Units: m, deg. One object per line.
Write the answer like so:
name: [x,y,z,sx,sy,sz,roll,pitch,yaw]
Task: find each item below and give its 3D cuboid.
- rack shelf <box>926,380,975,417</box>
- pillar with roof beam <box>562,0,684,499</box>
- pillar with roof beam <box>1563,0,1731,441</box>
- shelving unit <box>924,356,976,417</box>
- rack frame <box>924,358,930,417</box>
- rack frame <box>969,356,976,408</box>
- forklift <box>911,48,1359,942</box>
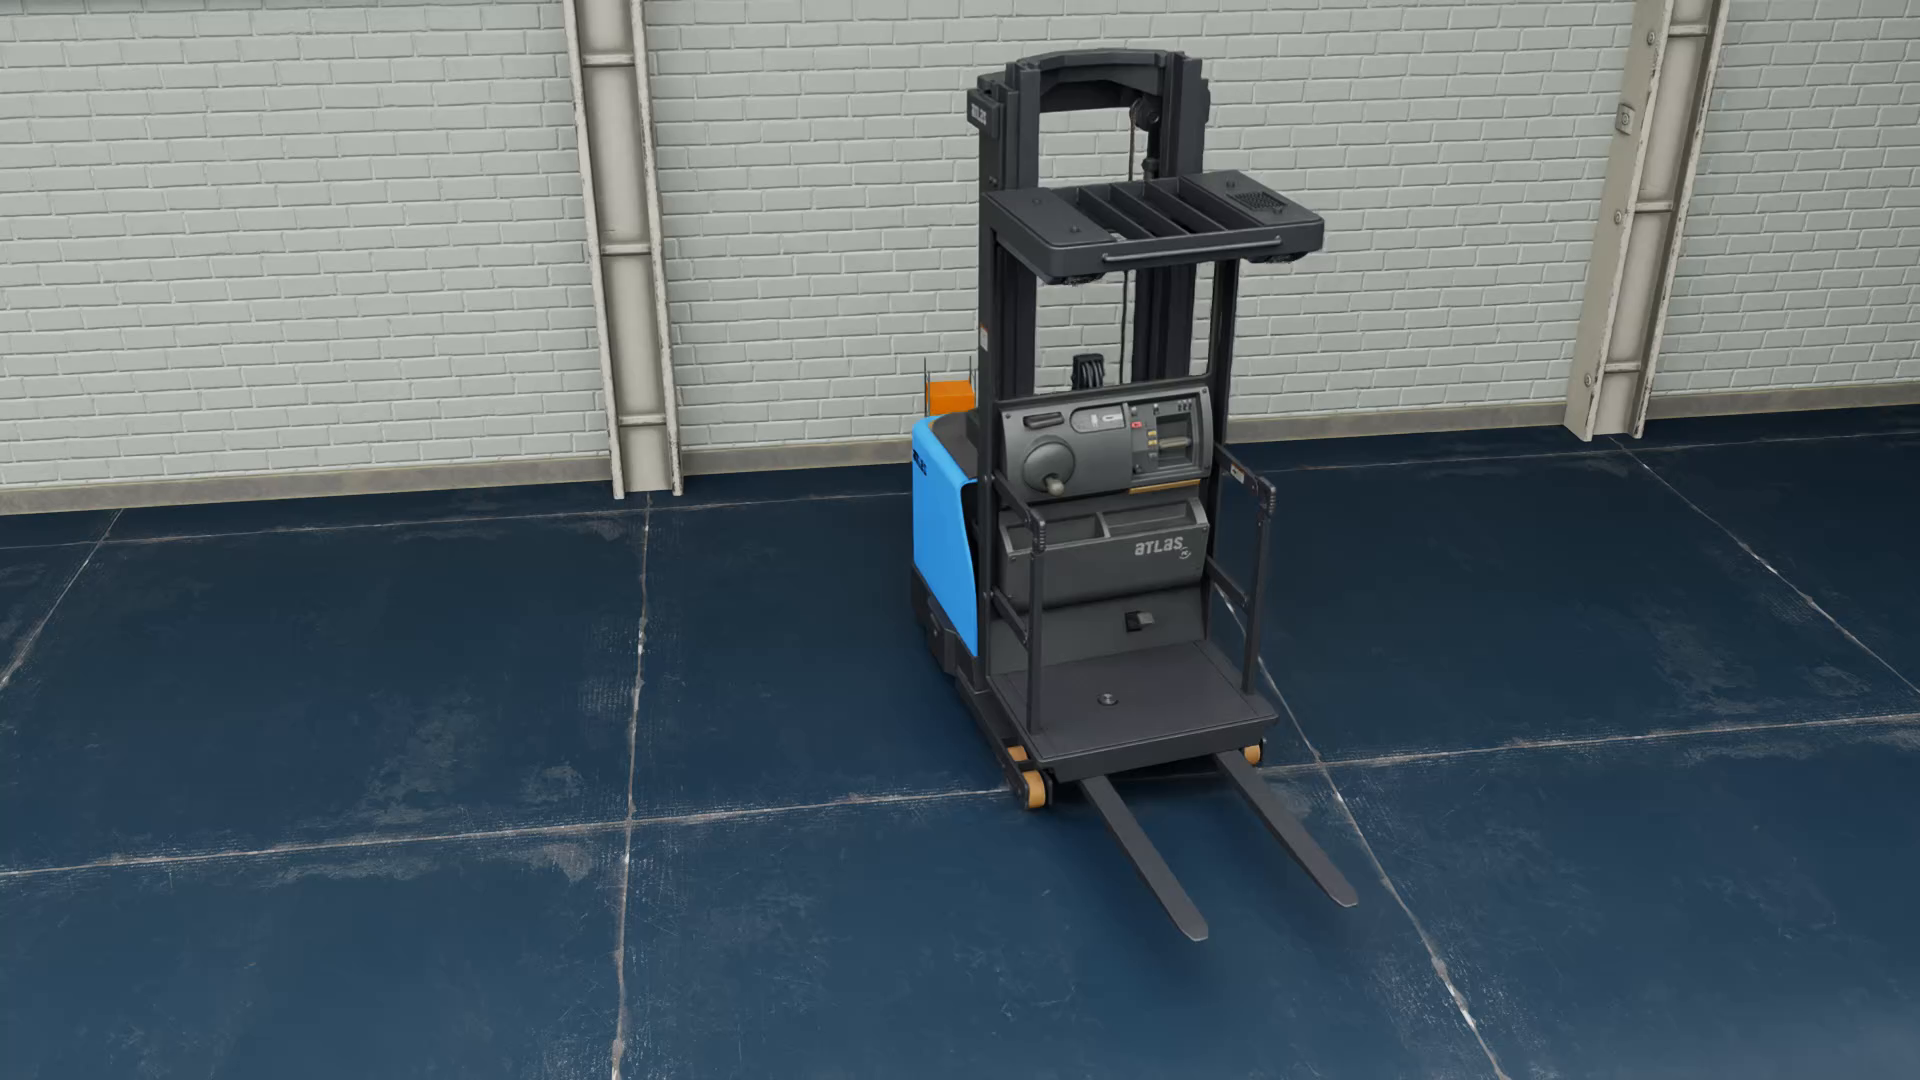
rack shelf: [-0.053,-0.707,8.879,0.240,0.259,0.215,-4,27,-7]
pillar with roof beam: [-1.245,-2.379,4.029,0.400,9.000,9.100,-4,27,-7]
pillar with roof beam: [4.696,-2.760,4.773,0.400,9.000,9.100,-4,27,-7]
shelving unit: [-0.053,-0.464,9.004,0.252,1.050,0.215,-4,27,-7]
rack frame: [-0.174,-0.456,8.989,0.008,1.050,0.200,-4,27,-7]
rack frame: [0.068,-0.471,9.019,0.008,1.050,0.200,-4,27,-7]
forklift: [0.690,-0.372,6.764,1.130,2.935,3.031,-8,28,-16]
